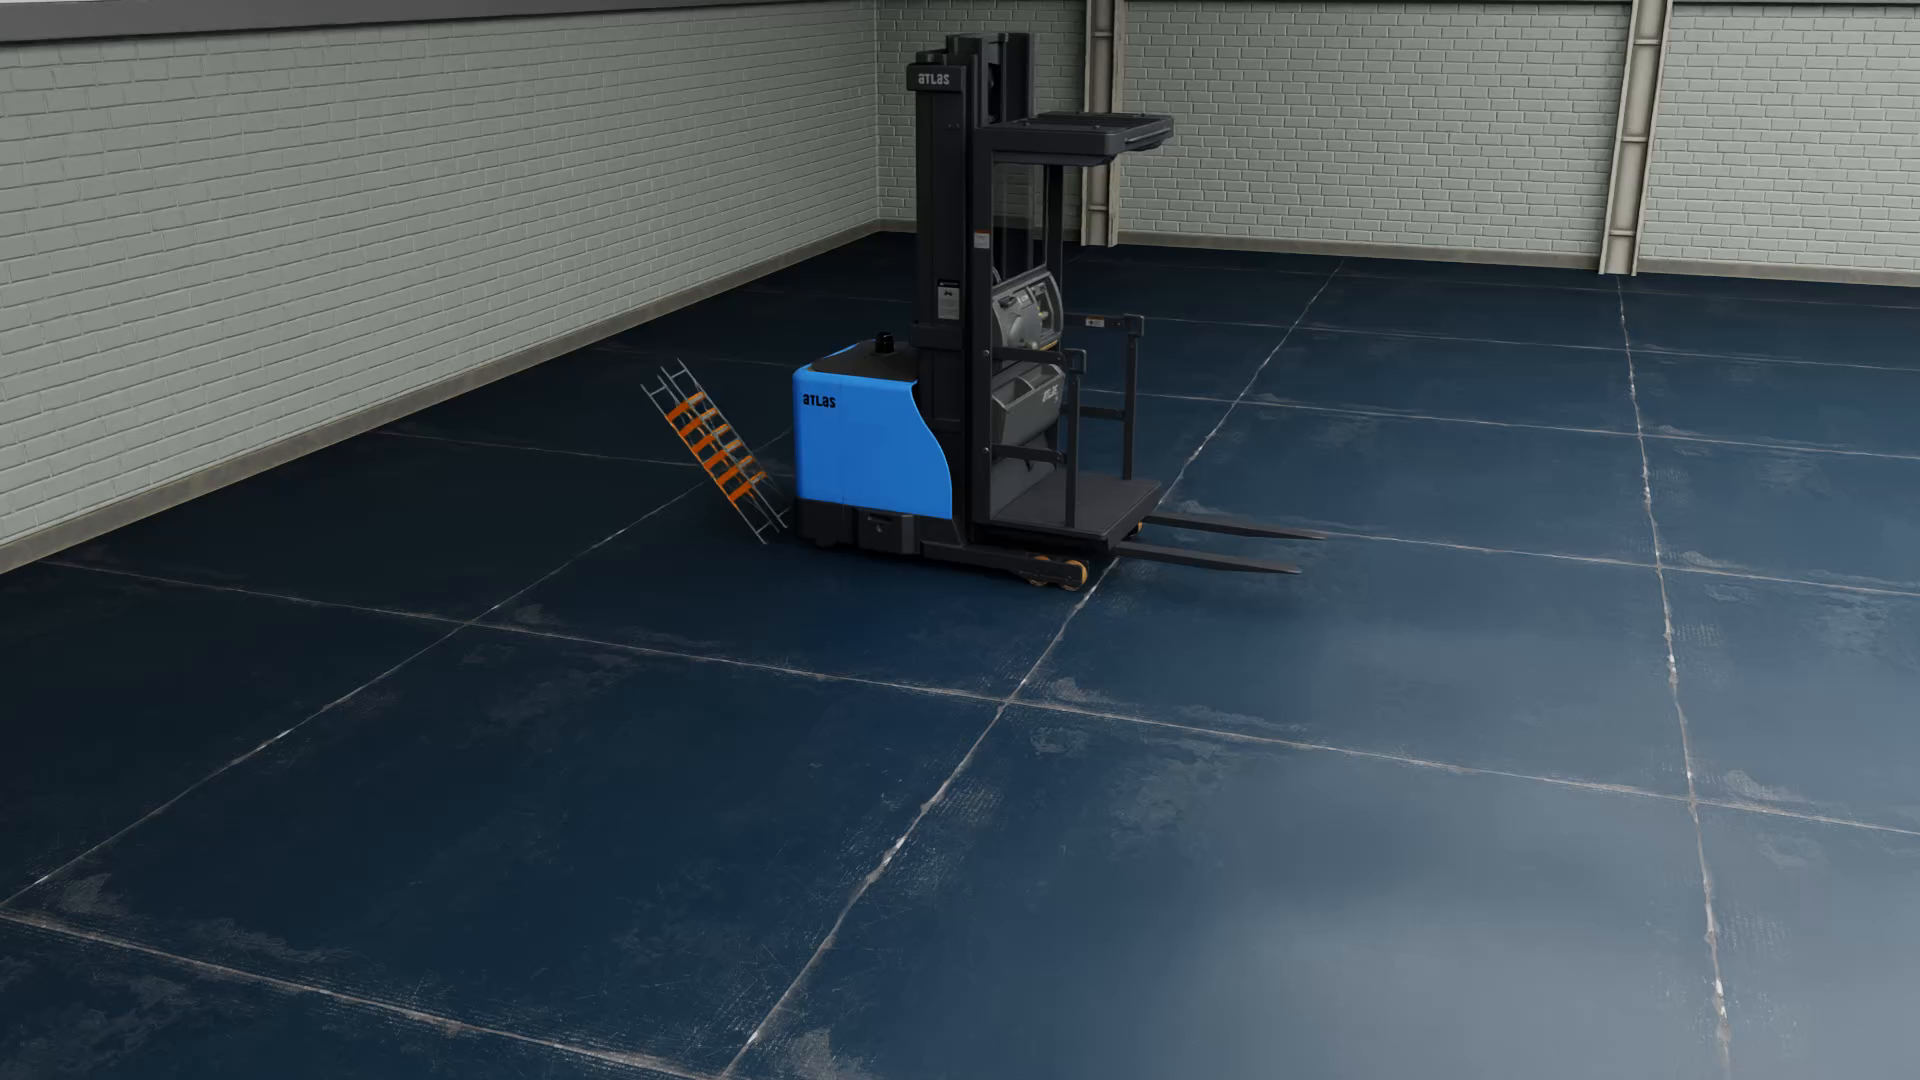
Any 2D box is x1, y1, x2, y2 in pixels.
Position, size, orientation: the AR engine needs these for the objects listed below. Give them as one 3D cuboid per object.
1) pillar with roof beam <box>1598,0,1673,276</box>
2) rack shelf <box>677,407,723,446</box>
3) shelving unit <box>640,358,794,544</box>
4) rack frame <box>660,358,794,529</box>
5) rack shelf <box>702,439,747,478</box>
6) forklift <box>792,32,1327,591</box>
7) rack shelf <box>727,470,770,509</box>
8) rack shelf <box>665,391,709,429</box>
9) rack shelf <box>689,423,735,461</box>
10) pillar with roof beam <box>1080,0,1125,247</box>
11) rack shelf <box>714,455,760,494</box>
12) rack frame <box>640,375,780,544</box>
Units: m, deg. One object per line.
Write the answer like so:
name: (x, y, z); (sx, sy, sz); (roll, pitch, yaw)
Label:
pillar with roof beam: (5.977, -5.919, 13.386); (0.400, 9.000, 9.100); (7, 20, 18)
rack shelf: (-1.555, -0.689, 9.984); (0.180, 0.103, 0.258); (-35, 6, 25)
shelving unit: (-1.436, -0.534, 10.002); (0.189, 1.200, 0.258); (-35, 6, 25)
rack frame: (-1.368, -0.582, 9.963); (0.006, 1.200, 0.240); (-35, 6, 25)
rack shelf: (-1.409, -0.499, 10.006); (0.180, 0.103, 0.258); (-35, 6, 25)
forklift: (0.571, -1.301, 9.355); (3.031, 2.935, 1.130); (8, 21, 23)
rack shelf: (-1.264, -0.309, 10.028); (0.180, 0.103, 0.258); (-35, 6, 25)
rack shelf: (-1.627, -0.784, 9.973); (0.180, 0.103, 0.258); (-35, 6, 25)
rack shelf: (-1.482, -0.594, 9.995); (0.180, 0.103, 0.258); (-35, 6, 25)
pillar with roof beam: (0.309, -6.567, 15.245); (0.400, 9.000, 9.100); (7, 20, 18)
rack shelf: (-1.337, -0.404, 10.017); (0.180, 0.103, 0.258); (-35, 6, 25)
rack frame: (-1.504, -0.487, 10.041); (0.006, 1.200, 0.240); (-35, 6, 25)
